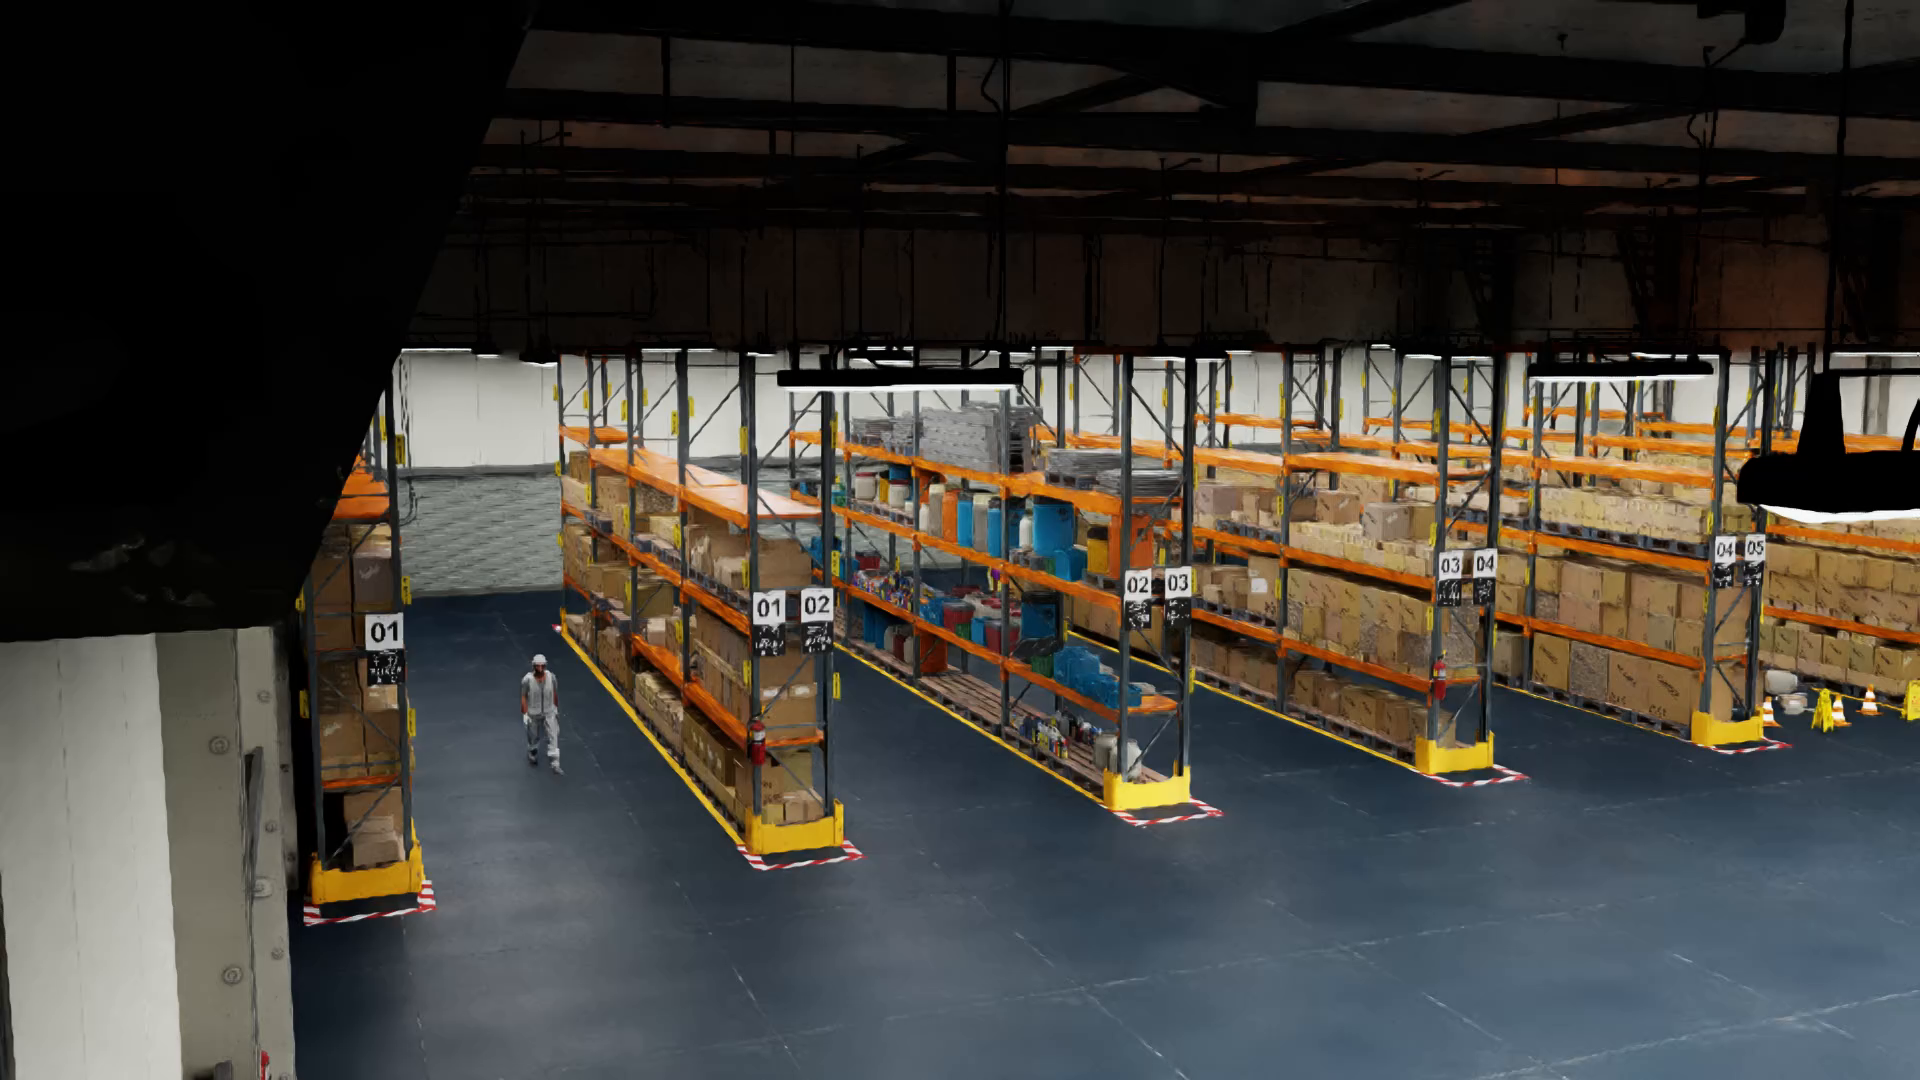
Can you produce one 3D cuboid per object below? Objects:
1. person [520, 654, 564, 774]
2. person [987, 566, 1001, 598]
[{"bbox_3d":[-5.983,2.456,23.743,0.557,1.703,1.116,-3,8,-23],"label":"person"},{"bbox_3d":[0.700,1.045,34.631,0.557,1.764,0.651,0,7,-2],"label":"person"}]
